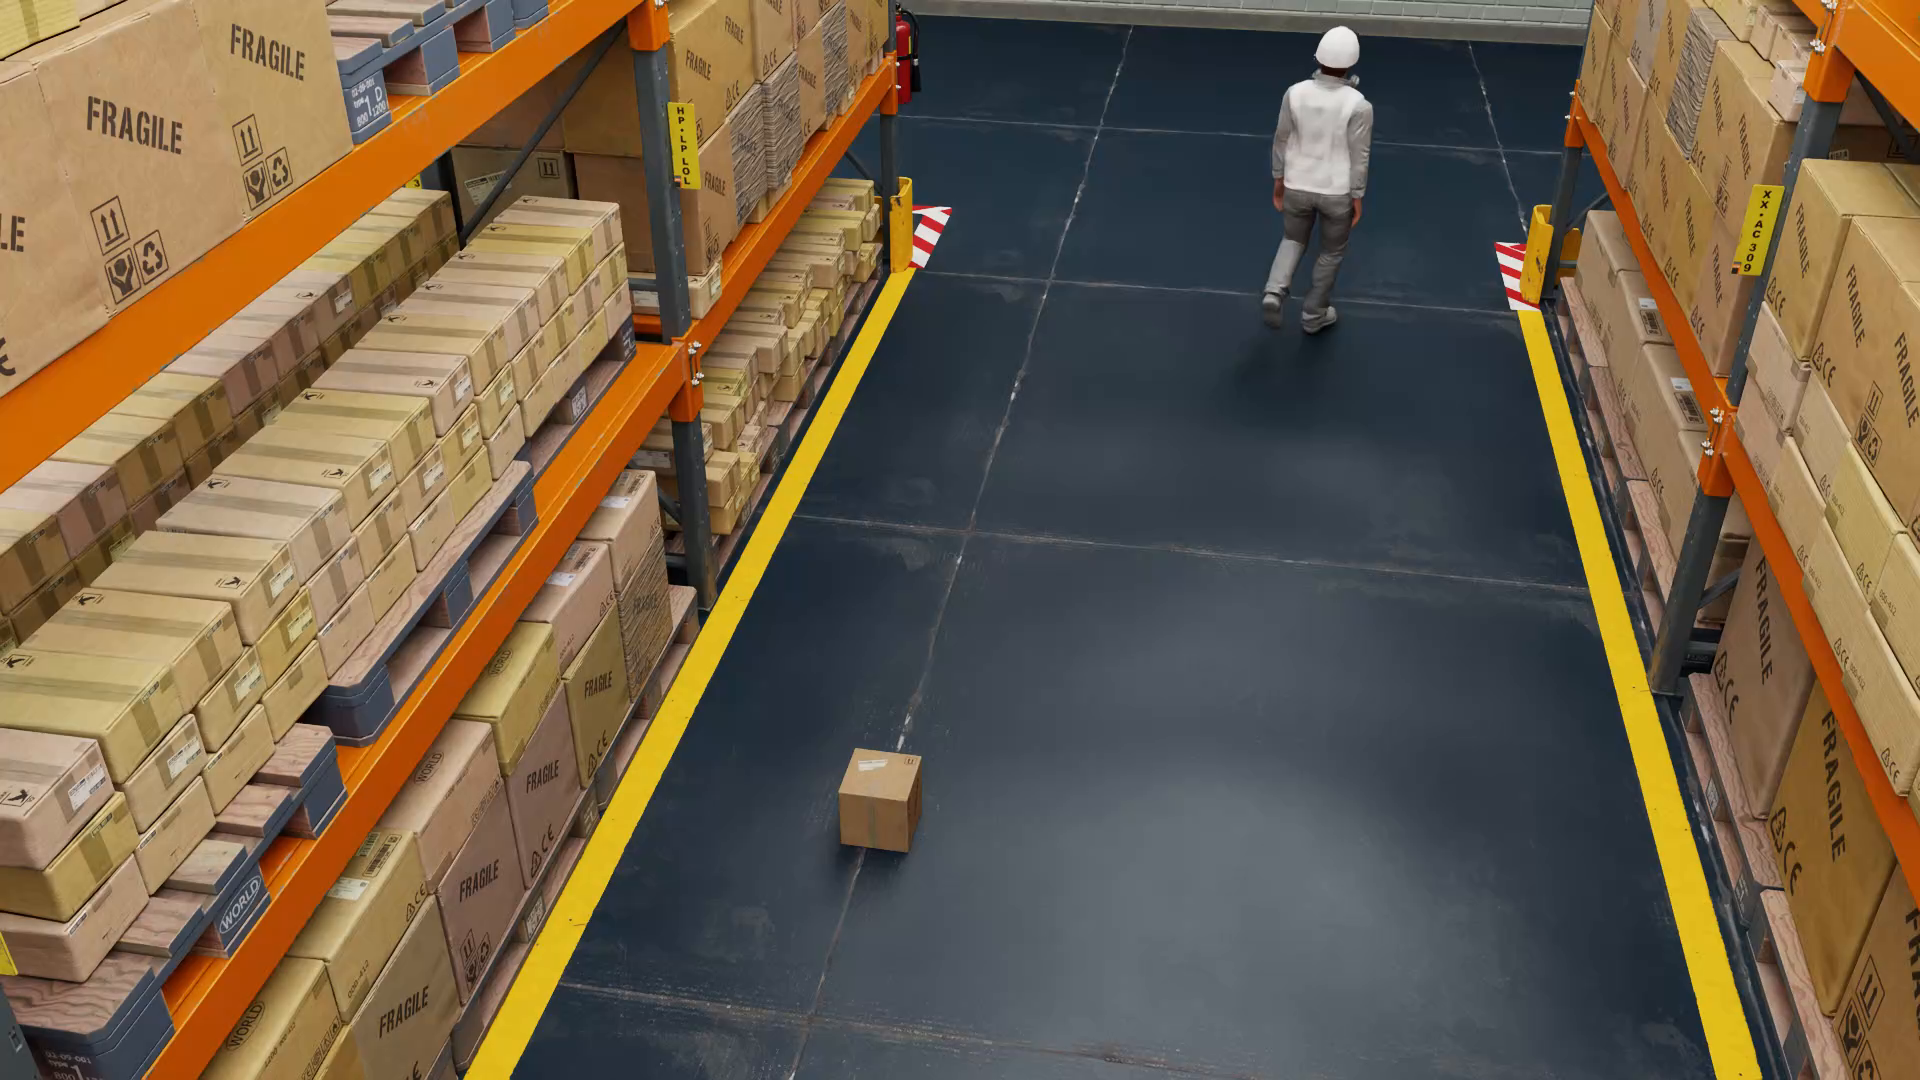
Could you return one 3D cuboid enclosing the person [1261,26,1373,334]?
[{"bbox_3d":[1.969,-1.946,9.174,0.545,1.759,0.633,18,37,27],"label":"person"}]
